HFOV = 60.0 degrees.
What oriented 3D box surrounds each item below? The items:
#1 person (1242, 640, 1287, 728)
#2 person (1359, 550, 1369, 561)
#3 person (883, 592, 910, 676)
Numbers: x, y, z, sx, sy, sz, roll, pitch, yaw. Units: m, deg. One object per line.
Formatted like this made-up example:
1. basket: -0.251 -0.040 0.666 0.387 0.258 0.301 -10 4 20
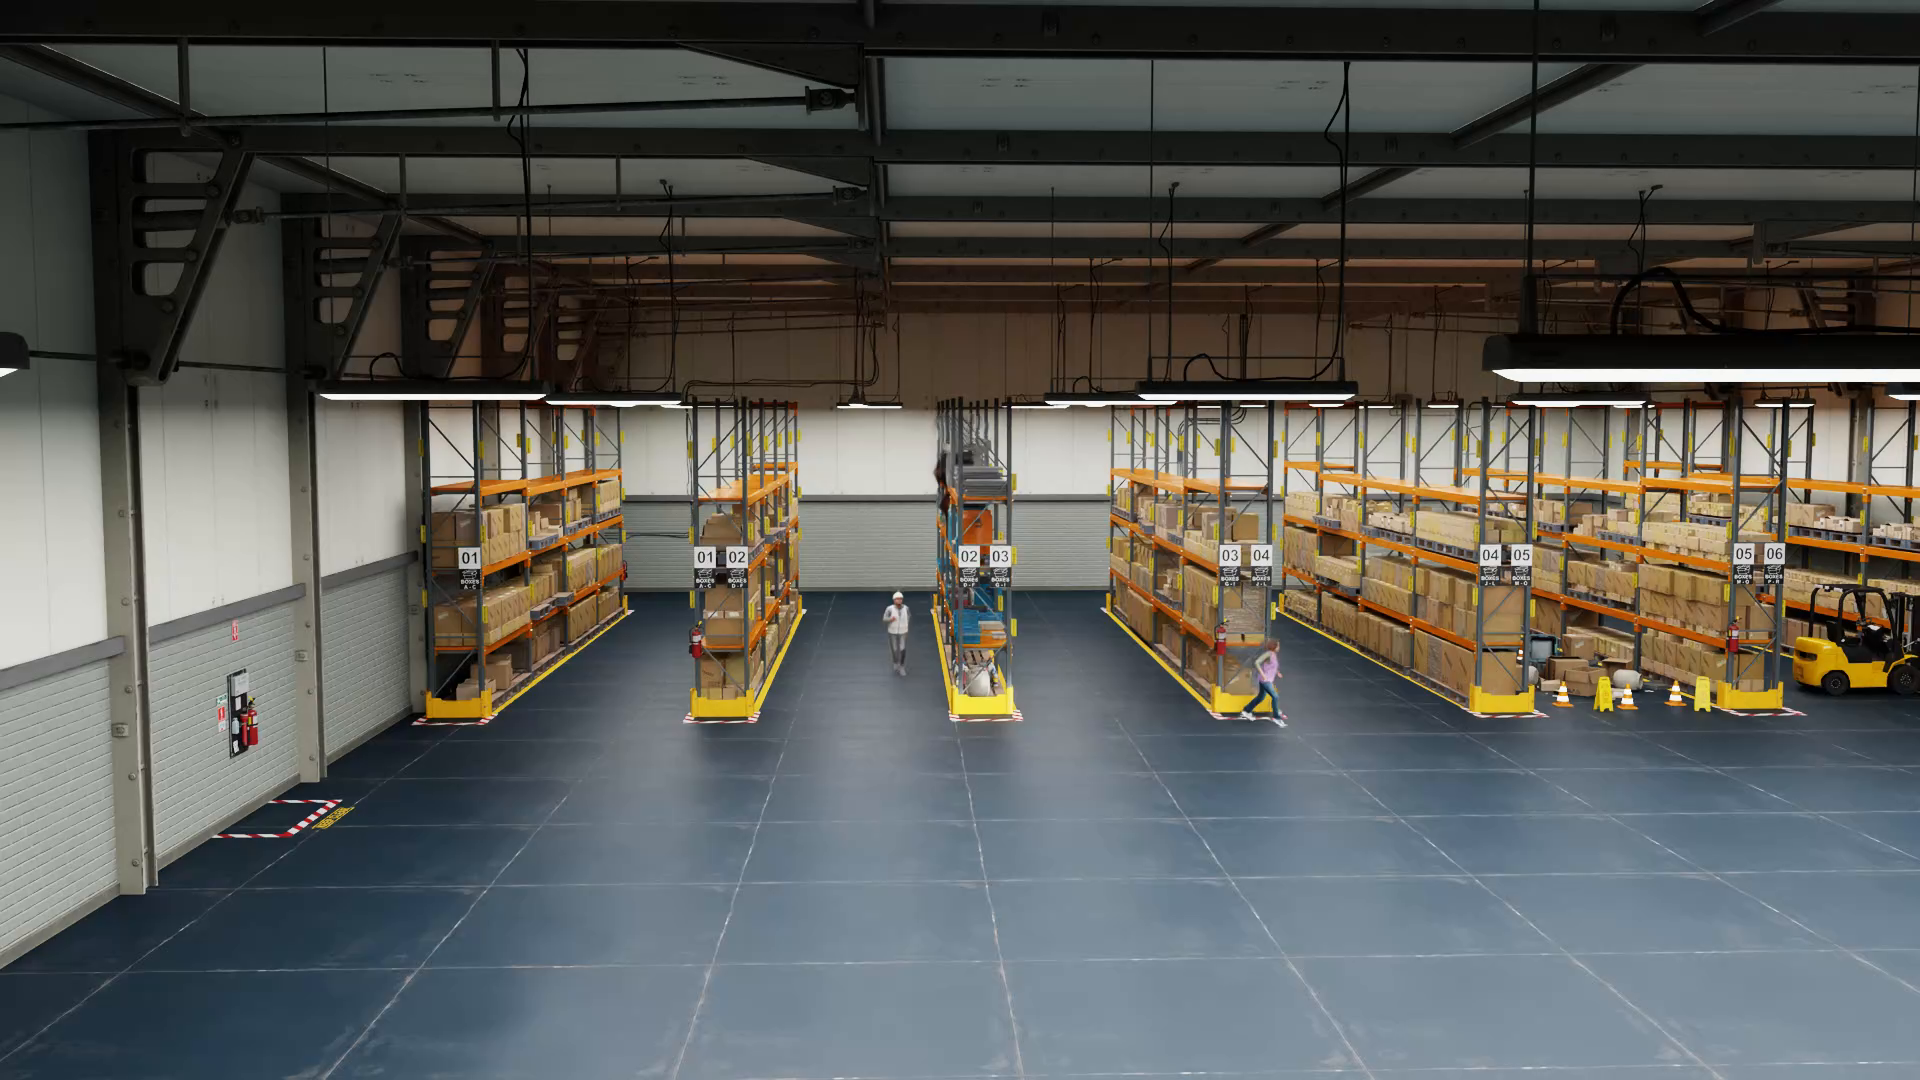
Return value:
1. person: 5.548 2.601 30.284 0.890 1.574 0.556 2 5 29
2. person: 11.481 1.180 47.566 0.690 1.804 0.830 -2 5 -29
3. person: -1.379 2.049 36.272 0.627 1.841 0.782 -1 4 -8
